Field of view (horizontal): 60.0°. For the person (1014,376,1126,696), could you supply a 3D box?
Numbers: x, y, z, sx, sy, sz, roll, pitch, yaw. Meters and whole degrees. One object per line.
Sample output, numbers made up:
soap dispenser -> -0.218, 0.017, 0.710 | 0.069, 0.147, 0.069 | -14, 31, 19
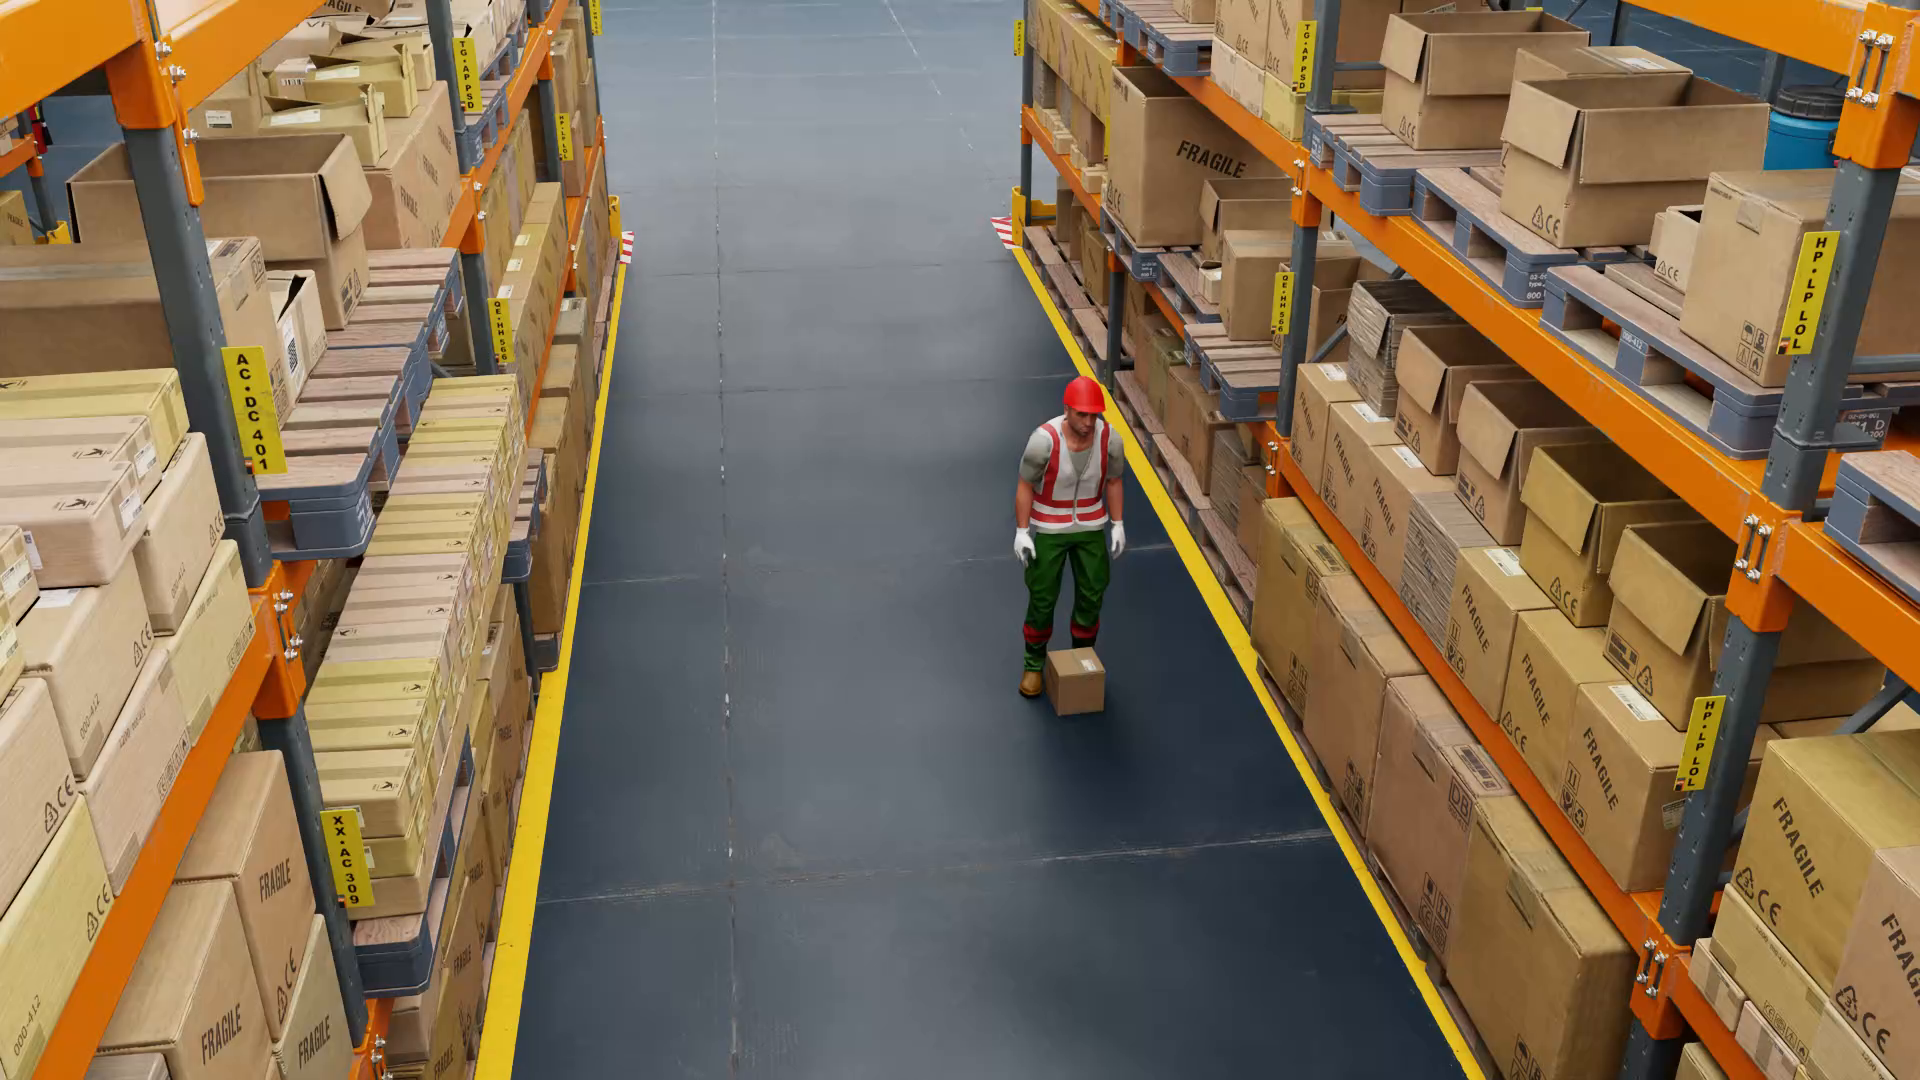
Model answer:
person -> 0.576, -0.033, 8.667 | 0.610, 1.777, 0.451 | -5, 27, -10
